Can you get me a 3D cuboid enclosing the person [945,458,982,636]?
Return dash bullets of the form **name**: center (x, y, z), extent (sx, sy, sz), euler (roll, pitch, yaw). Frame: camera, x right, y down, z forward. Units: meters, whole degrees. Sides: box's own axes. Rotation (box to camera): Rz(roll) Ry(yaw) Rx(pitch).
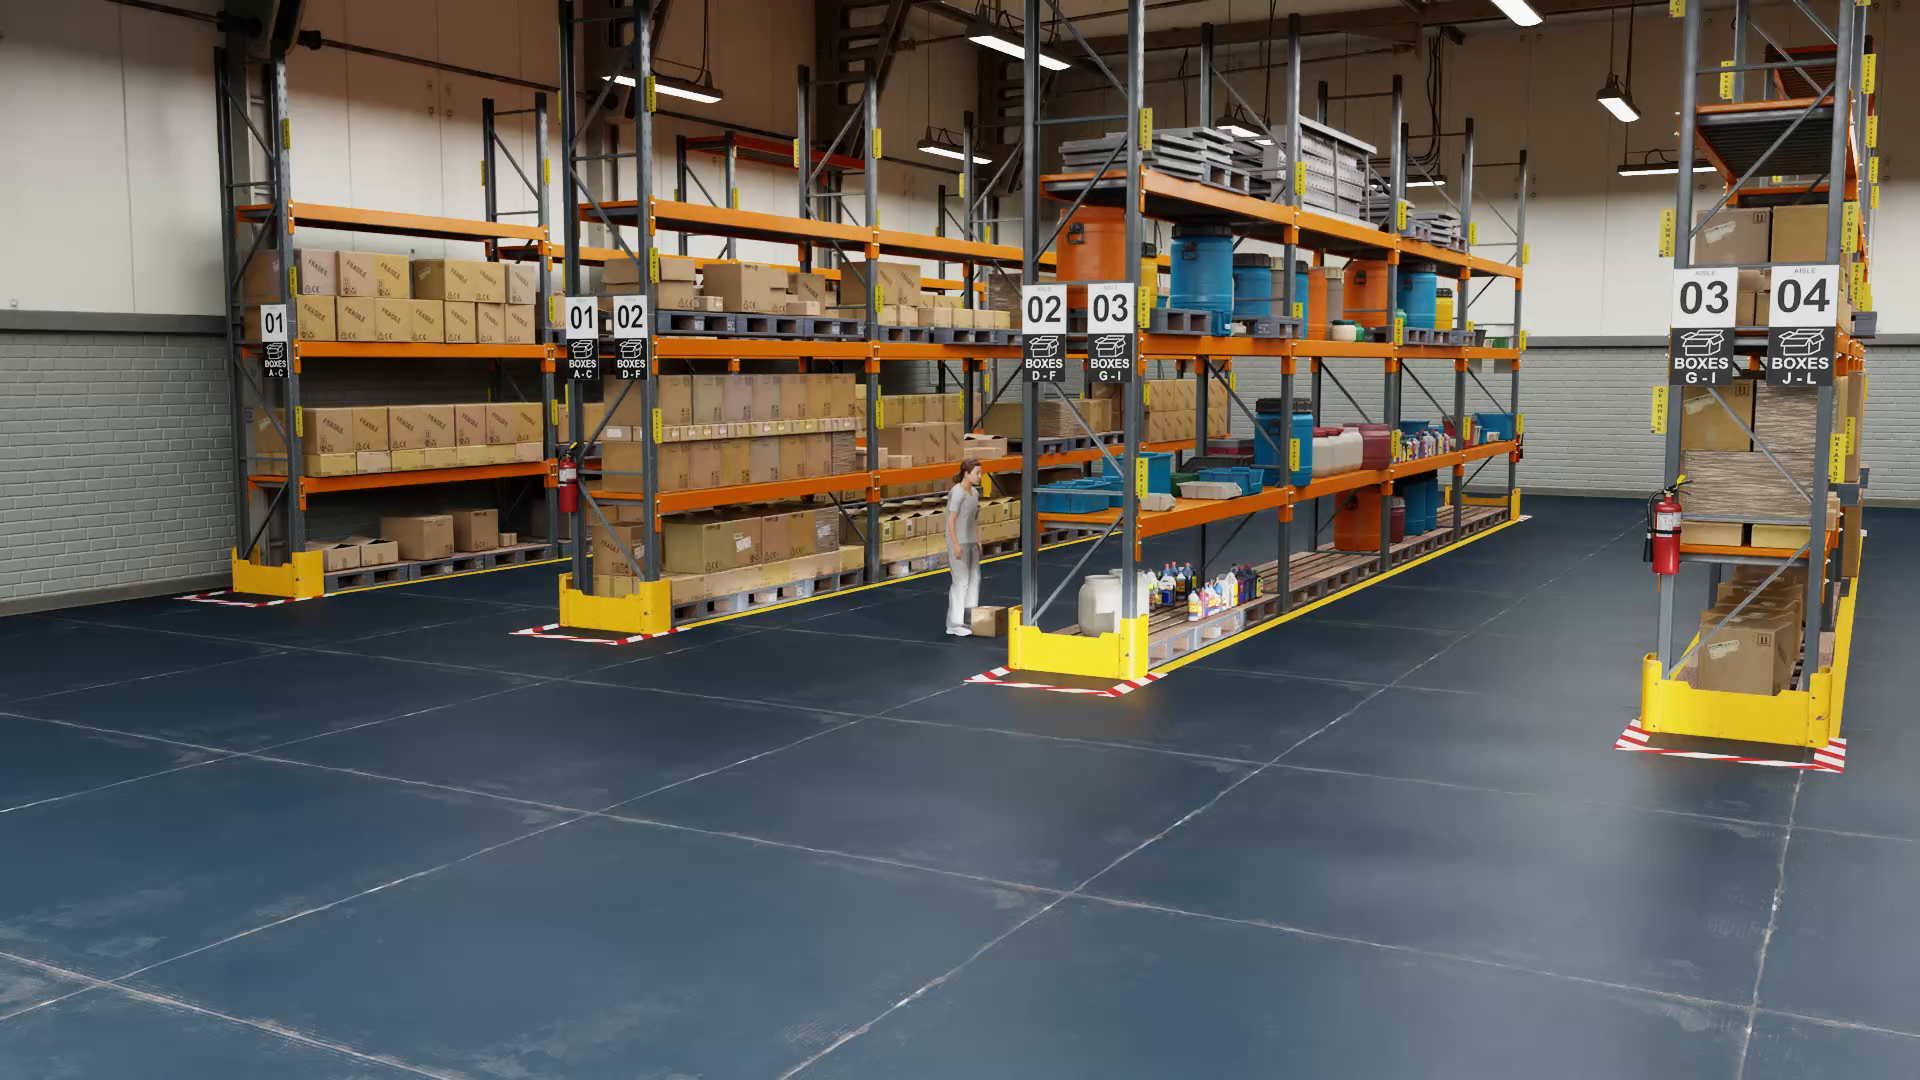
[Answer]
- **person**: center (0.053, 0.052, 15.840), extent (0.359, 1.673, 0.486), euler (3, 7, 29)
